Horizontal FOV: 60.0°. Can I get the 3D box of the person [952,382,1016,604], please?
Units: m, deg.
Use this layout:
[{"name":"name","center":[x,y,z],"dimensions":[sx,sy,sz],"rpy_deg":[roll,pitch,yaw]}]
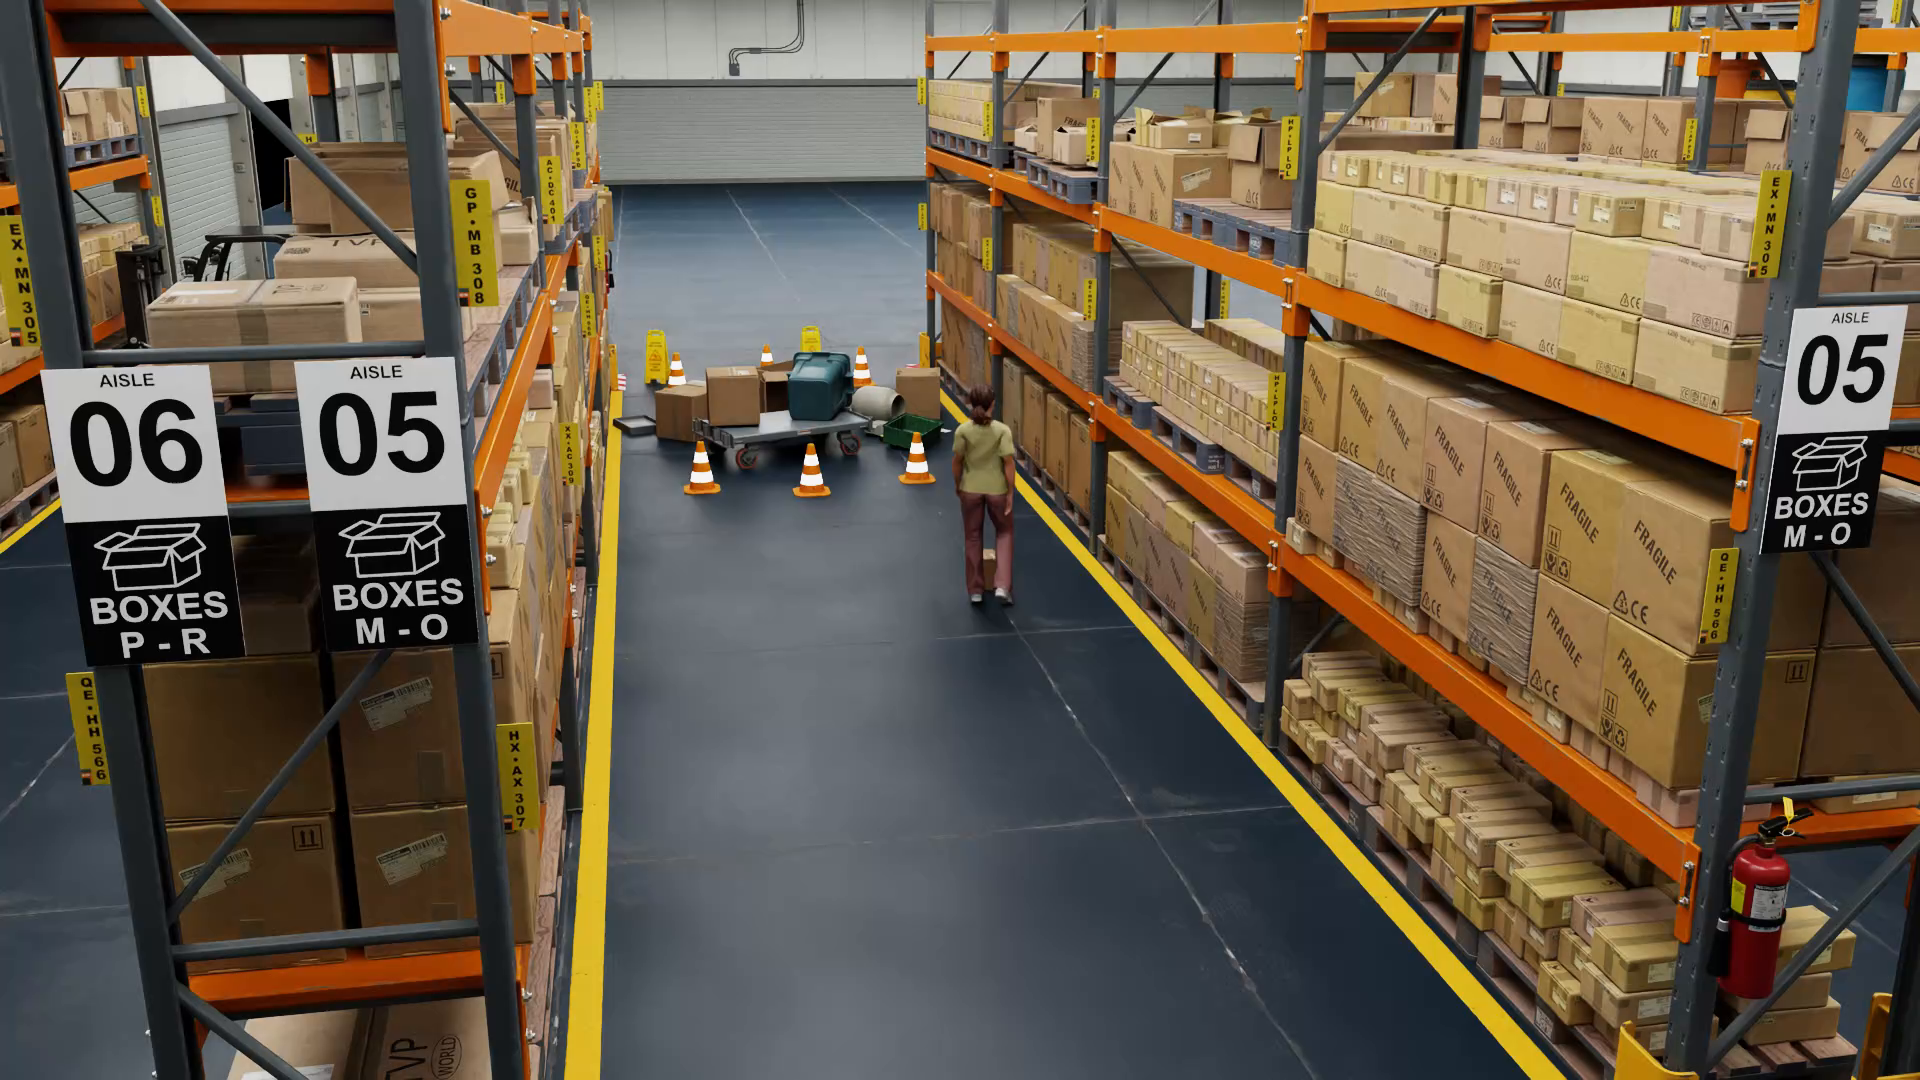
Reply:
[{"name":"person","center":[0.176,-0.329,12.145],"dimensions":[0.467,1.697,0.529],"rpy_deg":[1,16,4]}]
